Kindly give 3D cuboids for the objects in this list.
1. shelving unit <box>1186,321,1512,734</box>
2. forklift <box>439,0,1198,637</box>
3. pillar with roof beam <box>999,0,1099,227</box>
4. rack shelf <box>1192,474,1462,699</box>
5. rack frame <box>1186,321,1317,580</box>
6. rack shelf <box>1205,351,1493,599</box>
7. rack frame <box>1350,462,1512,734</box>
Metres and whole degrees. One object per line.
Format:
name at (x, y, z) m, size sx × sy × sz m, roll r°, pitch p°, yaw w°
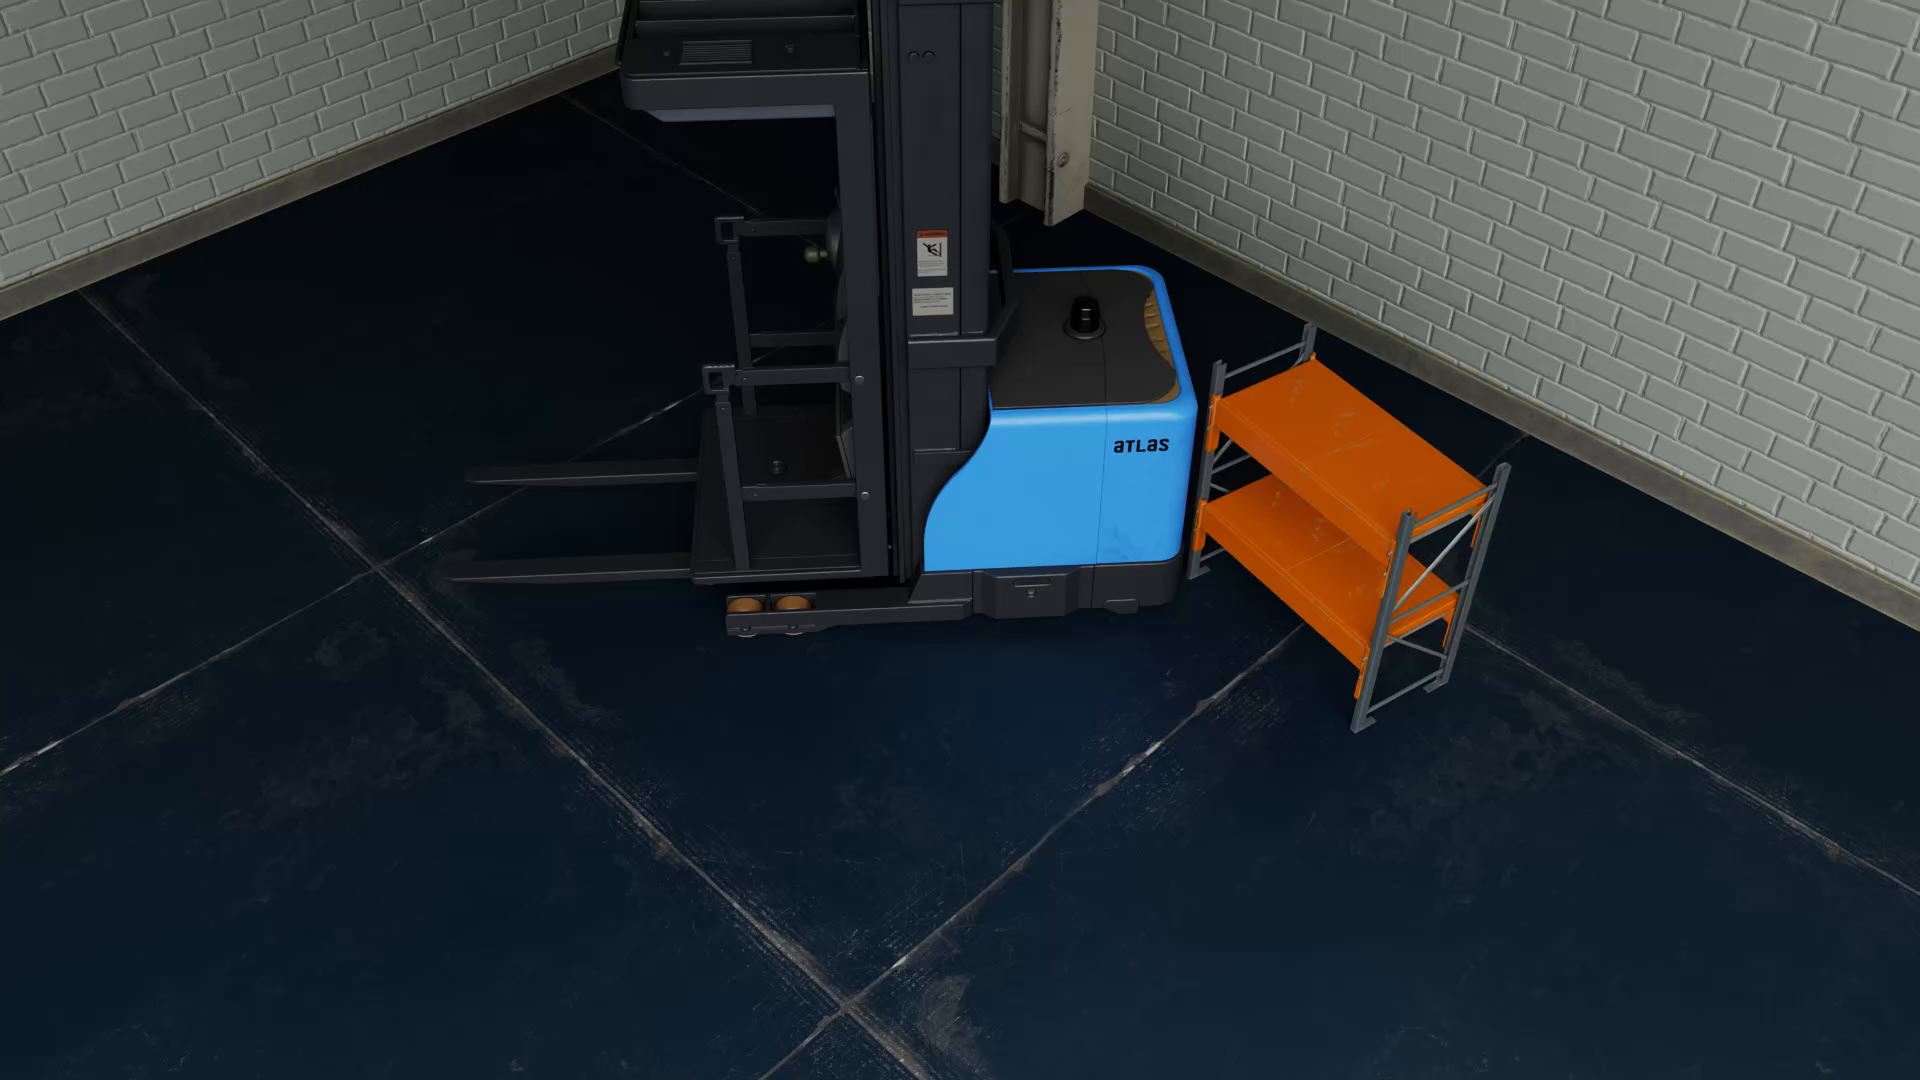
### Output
shelving unit at (1.456, -0.054, 6.479) m, size 0.538 × 1.125 × 1.048 m, roll -24°, pitch 48°, yaw -23°
forklift at (-0.626, -1.050, 6.227) m, size 3.031 × 2.935 × 1.130 m, roll -2°, pitch 43°, yaw -3°
pillar with roof beam at (-2.586, -3.124, 4.000) m, size 9.100 × 9.000 × 0.400 m, roll -34°, pitch 53°, yaw -31°
rack shelf at (1.456, 0.126, 6.645) m, size 0.538 × 0.278 × 1.000 m, roll -24°, pitch 48°, yaw -23°
rack frame at (1.180, -0.344, 6.793) m, size 0.500 × 1.125 × 0.032 m, roll -24°, pitch 48°, yaw -23°
rack shelf at (1.456, -0.269, 6.281) m, size 0.538 × 0.278 × 1.000 m, roll -24°, pitch 48°, yaw -23°
rack frame at (1.732, 0.236, 6.166) m, size 0.500 × 1.125 × 0.032 m, roll -24°, pitch 48°, yaw -23°
